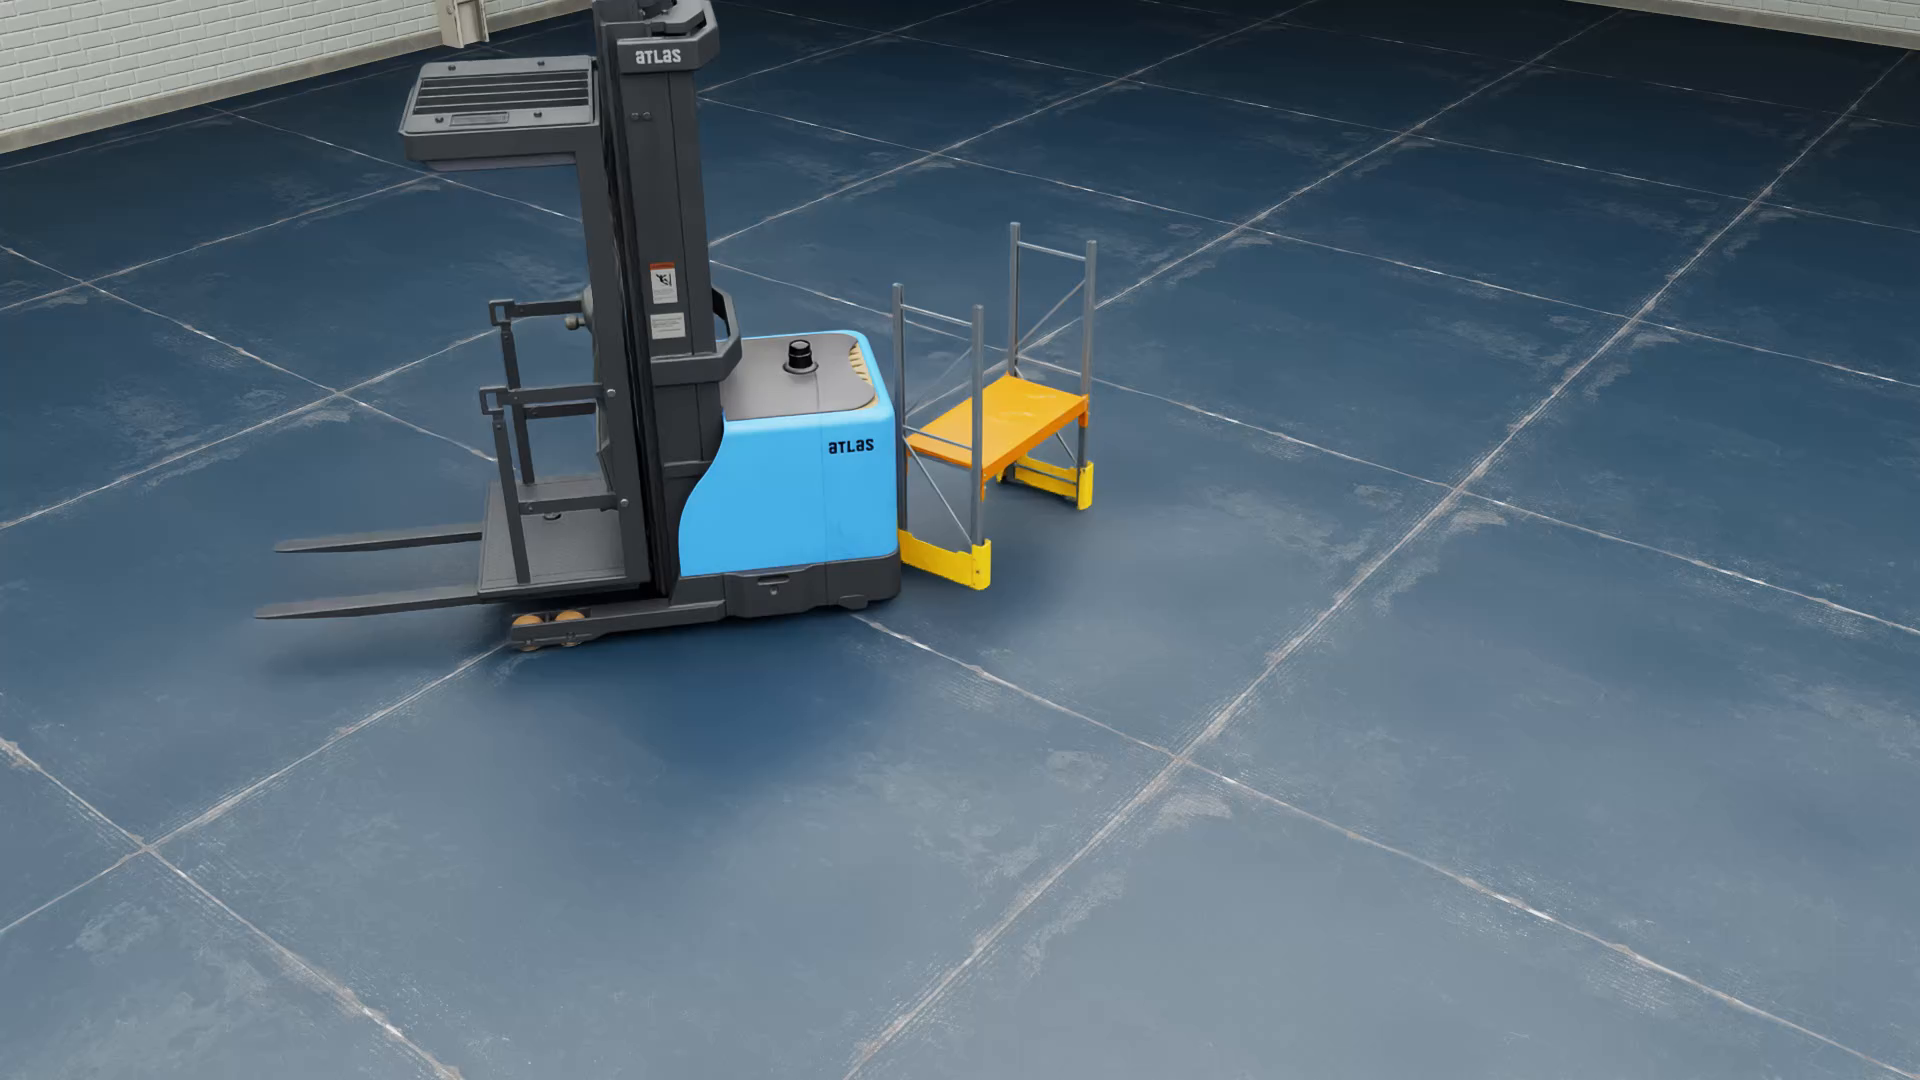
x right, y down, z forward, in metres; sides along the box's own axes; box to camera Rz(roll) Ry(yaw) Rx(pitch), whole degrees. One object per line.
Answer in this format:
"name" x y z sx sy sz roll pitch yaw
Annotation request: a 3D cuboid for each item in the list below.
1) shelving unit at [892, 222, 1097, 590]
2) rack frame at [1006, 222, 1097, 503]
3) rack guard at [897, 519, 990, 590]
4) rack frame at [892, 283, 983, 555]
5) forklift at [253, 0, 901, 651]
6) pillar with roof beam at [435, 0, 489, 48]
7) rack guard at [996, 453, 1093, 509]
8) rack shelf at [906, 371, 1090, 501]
"shelving unit" 0.178 -0.702 8.463 0.587 1.500 1.083 19 36 29
"rack frame" 0.472 -0.919 8.830 0.500 1.500 0.032 19 36 29
"rack guard" -0.106 0.044 8.430 0.587 0.250 0.087 19 36 29
"rack frame" -0.106 -0.493 8.110 0.500 1.500 0.032 19 36 29
"forklift" -1.860 -1.031 7.614 3.031 2.935 1.130 -6 31 -10
"pillar with roof beam" -1.823 -7.836 13.146 9.100 9.000 0.400 21 37 31
"rack guard" 0.461 -0.373 9.134 0.587 0.250 0.087 19 36 29
"rack shelf" 0.183 -0.551 8.562 0.538 0.185 1.000 19 36 29
